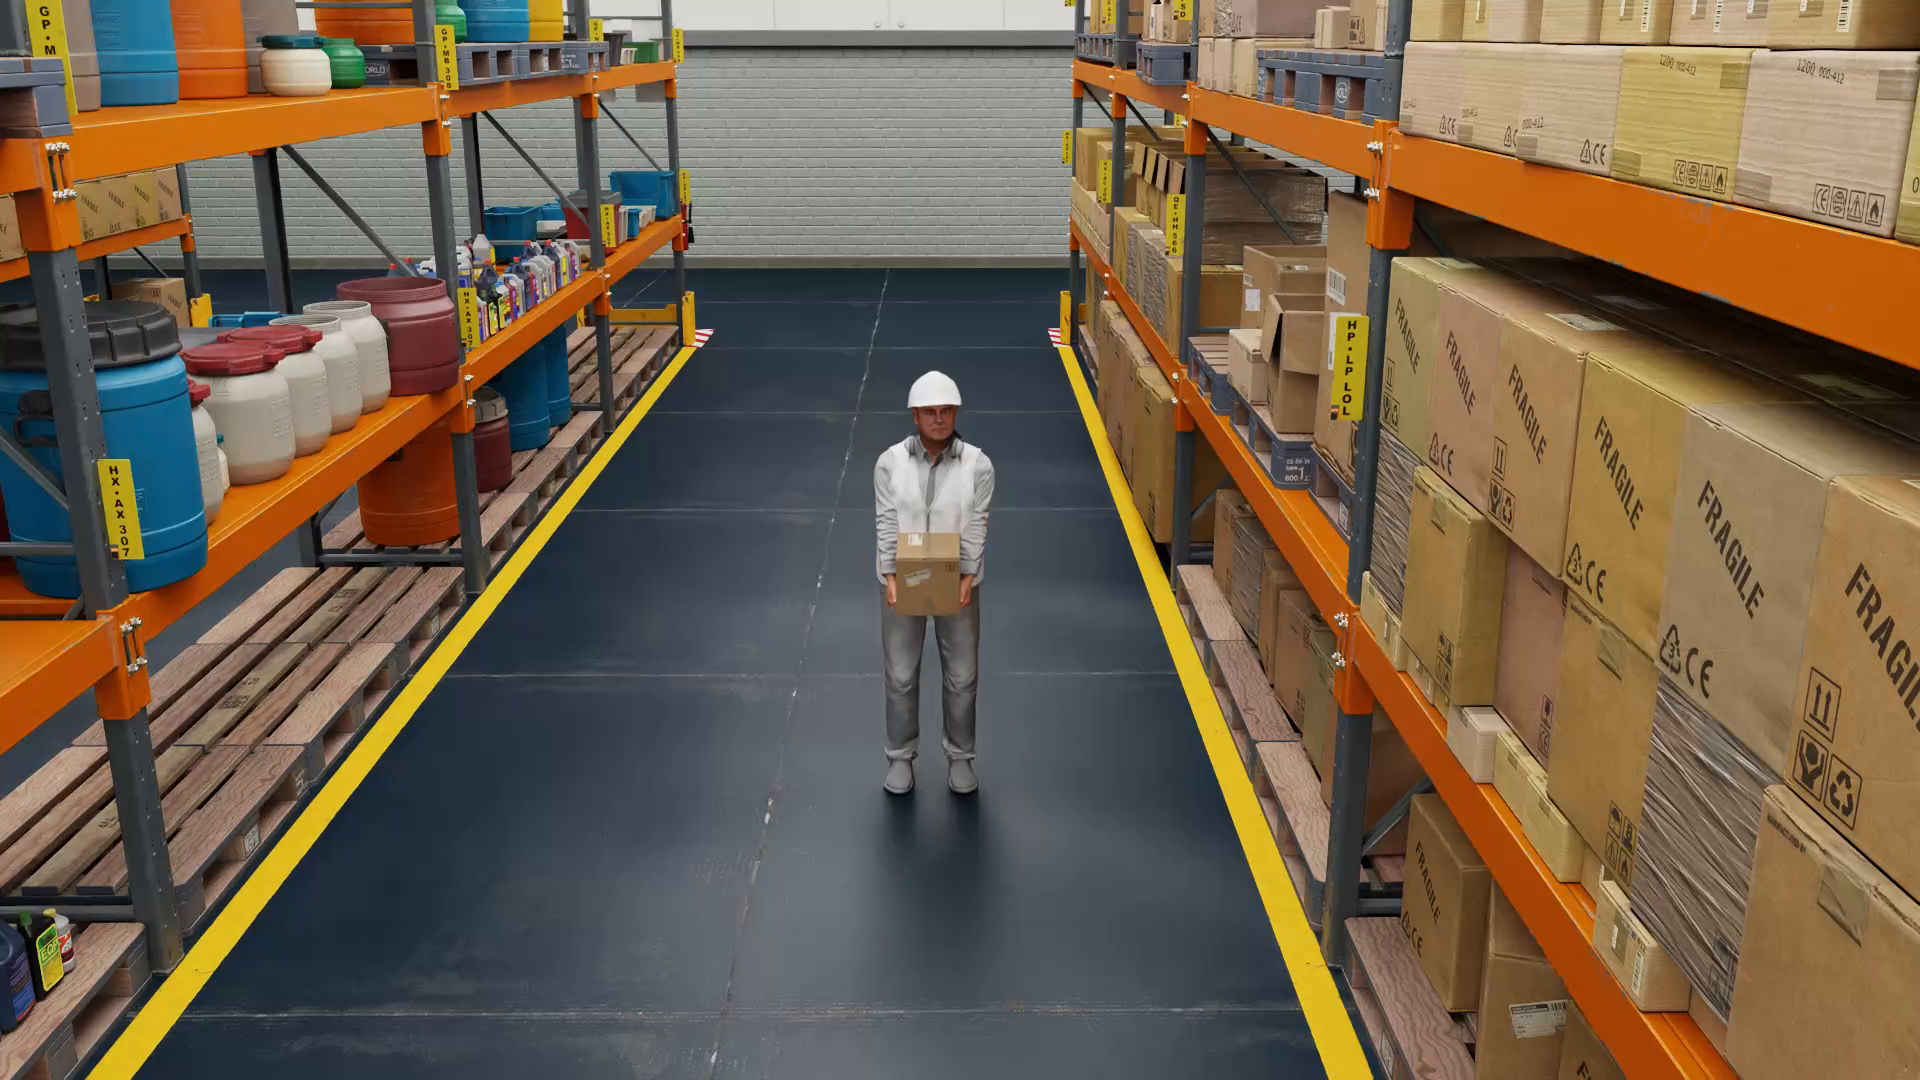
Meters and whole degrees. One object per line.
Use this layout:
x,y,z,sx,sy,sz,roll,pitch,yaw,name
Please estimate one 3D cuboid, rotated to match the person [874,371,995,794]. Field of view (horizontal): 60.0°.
-0.105,0.209,6.826,0.494,1.767,0.554,0,17,0,person
